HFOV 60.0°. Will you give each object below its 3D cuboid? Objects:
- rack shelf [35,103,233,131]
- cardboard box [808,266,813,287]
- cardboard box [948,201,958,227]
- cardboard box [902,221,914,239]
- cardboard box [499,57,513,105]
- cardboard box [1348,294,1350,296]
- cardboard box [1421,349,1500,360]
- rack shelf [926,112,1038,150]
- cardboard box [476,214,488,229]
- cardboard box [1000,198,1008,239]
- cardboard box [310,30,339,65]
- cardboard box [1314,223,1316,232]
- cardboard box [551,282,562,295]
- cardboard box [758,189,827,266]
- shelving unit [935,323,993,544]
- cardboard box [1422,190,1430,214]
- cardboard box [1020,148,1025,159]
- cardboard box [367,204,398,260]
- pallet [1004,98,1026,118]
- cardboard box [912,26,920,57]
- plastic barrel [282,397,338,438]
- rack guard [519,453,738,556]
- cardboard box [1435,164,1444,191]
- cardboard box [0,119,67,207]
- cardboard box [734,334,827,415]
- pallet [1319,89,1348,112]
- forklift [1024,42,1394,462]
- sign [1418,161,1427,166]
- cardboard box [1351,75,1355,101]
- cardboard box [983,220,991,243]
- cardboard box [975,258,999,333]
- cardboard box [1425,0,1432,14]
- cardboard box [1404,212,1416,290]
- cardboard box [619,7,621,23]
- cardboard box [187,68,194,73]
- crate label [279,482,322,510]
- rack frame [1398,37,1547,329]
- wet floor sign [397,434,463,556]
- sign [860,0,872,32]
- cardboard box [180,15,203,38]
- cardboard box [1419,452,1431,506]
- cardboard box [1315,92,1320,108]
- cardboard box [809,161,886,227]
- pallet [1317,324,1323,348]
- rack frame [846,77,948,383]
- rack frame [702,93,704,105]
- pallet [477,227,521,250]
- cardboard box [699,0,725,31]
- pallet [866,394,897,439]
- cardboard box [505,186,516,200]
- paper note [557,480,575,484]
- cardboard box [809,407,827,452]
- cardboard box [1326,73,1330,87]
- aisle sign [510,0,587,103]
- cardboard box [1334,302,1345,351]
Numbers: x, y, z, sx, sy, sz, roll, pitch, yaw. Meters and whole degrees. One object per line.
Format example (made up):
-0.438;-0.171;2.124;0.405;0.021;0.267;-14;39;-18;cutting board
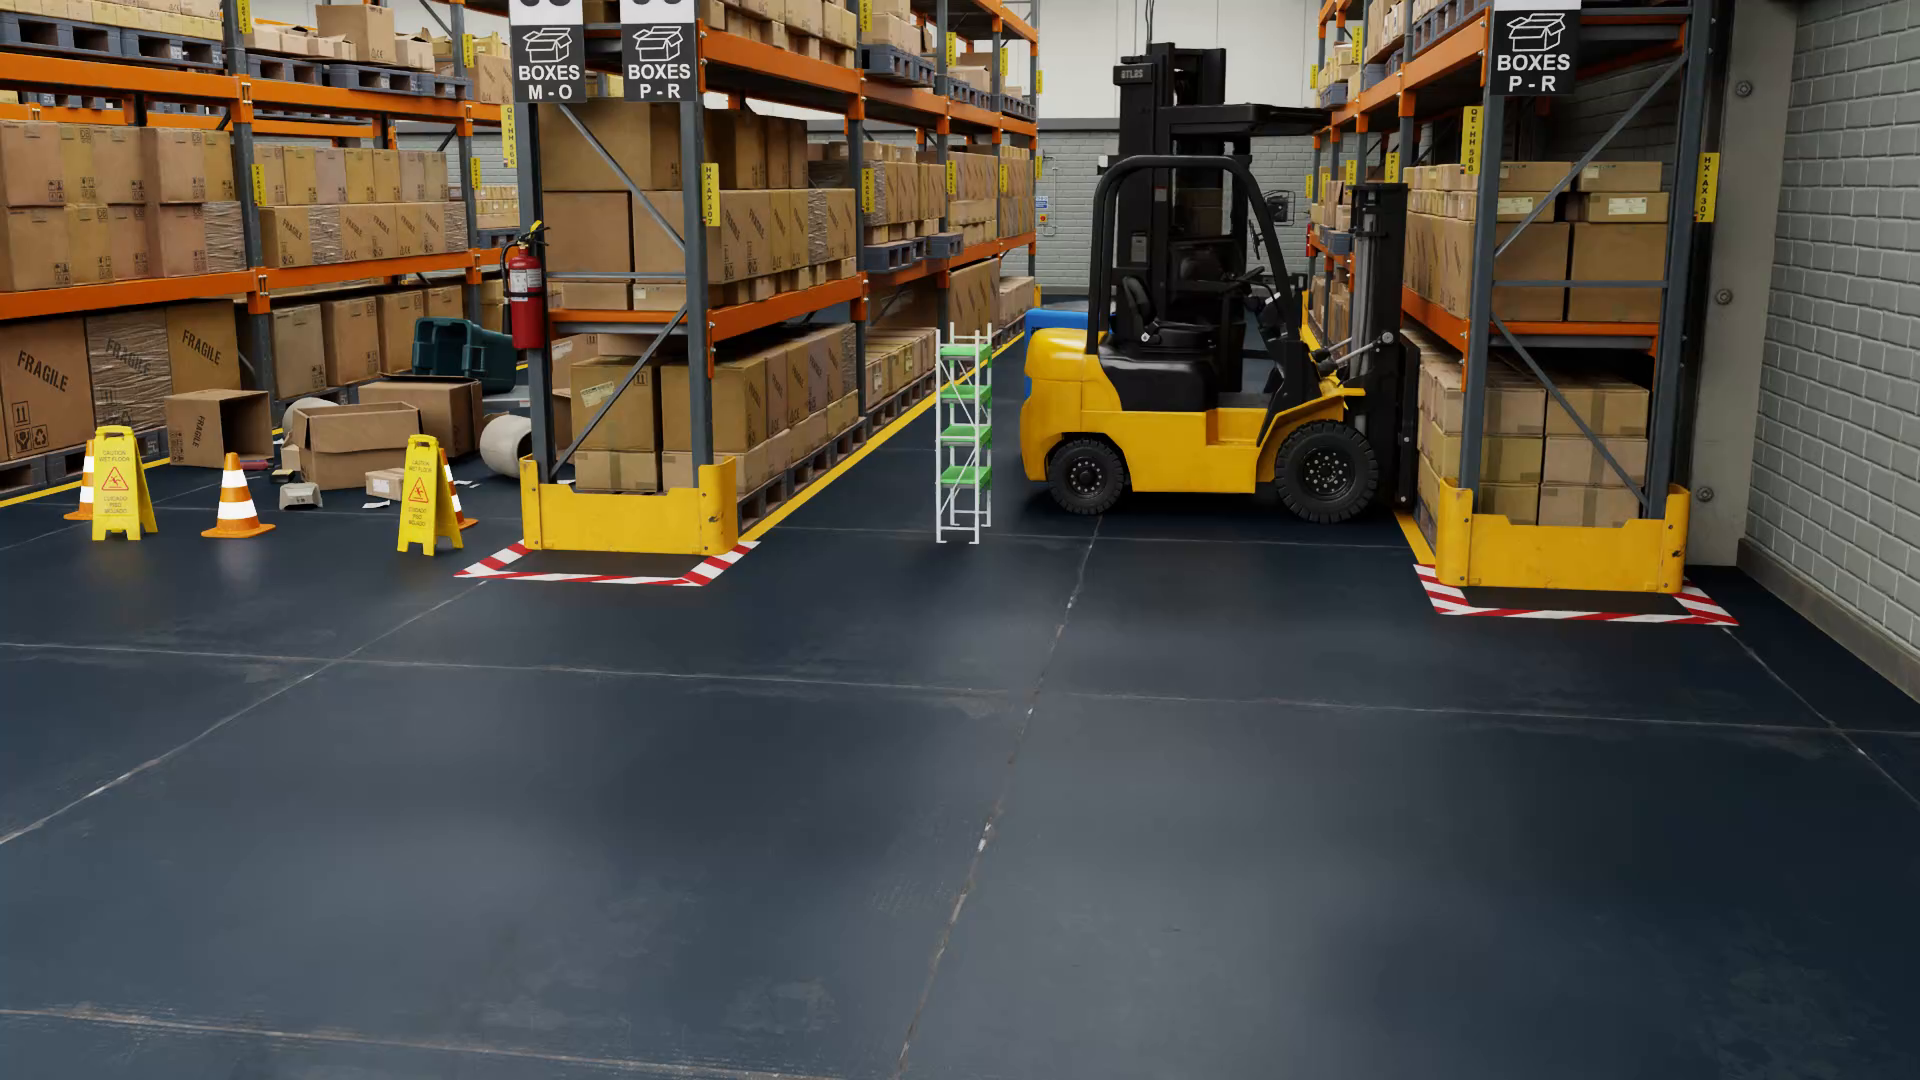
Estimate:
-10.111;-4.935;19.862;1.077;0.370;4.000;2;12;9;rack shelf
-1.212;-1.787;11.263;0.380;0.149;0.250;2;12;8;cardboard box
-0.304;-3.352;17.096;0.500;0.250;0.500;2;12;8;cardboard box
-0.616;-2.708;14.540;0.380;0.149;0.250;2;12;11;cardboard box
-5.112;-4.952;17.996;0.500;0.500;0.500;2;12;9;cardboard box
4.200;-2.446;17.120;0.380;0.149;0.250;1;12;7;cardboard box
3.037;-1.031;10.314;0.500;0.250;0.500;2;12;8;cardboard box
0.297;-5.447;22.236;1.077;0.370;4.000;2;12;9;rack shelf
-5.265;-3.392;17.711;0.380;0.149;0.250;2;12;8;cardboard box
0.320;-4.054;20.948;0.500;0.500;0.500;2;12;11;cardboard box
-6.018;-4.545;15.320;0.500;0.311;0.500;2;12;8;cardboard box
5.188;-4.406;23.416;0.380;0.149;0.250;2;12;8;cardboard box
-4.942;-3.025;19.566;0.500;0.250;0.500;1;12;6;cardboard box
-1.212;-2.129;11.308;0.500;0.500;0.500;2;12;10;cardboard box
0.025;-0.621;9.527;0.258;1.200;0.503;2;12;9;shelving unit
3.130;-2.133;10.495;0.380;0.149;0.250;1;12;7;cardboard box
0.696;-5.361;23.099;0.380;0.149;0.250;2;12;10;cardboard box
-5.567;-2.854;15.381;0.500;0.500;0.500;2;12;10;cardboard box
0.315;-5.762;22.201;1.003;0.211;1.213;2;12;9;pallet
-0.623;-4.169;13.956;0.500;0.250;0.500;2;12;8;cardboard box
-4.807;-0.845;12.409;0.421;0.421;0.512;-10;16;-40;plastic barrel
-1.845;-0.212;9.290;1.175;0.500;0.348;2;12;9;rack guard
2.993;-2.120;9.726;0.380;0.149;0.250;2;12;10;cardboard box
-6.454;-2.464;10.889;0.875;0.550;0.550;2;12;9;cardboard box
-1.221;-1.134;11.387;0.500;0.500;0.500;3;12;12;cardboard box
4.725;-4.997;18.886;1.213;0.211;1.003;2;12;9;pallet
1.922;-1.983;11.736;3.031;2.935;1.130;10;16;39;forklift
5.443;-4.305;19.600;0.100;0.325;0.005;2;12;9;sign
4.195;-4.536;16.656;0.500;0.250;0.500;2;12;9;cardboard box
0.090;-3.635;19.597;0.500;0.250;0.500;2;12;8;cardboard box
-0.027;-2.951;20.113;0.875;0.875;0.875;2;12;10;cardboard box
3.176;-3.445;10.600;0.380;0.149;0.250;2;12;10;cardboard box
3.274;-1.947;11.169;0.500;0.500;0.500;2;12;10;cardboard box
-2.072;-2.898;9.296;0.380;0.149;0.250;2;12;9;cardboard box
-9.882;-5.837;21.102;0.700;0.500;0.500;2;12;10;cardboard box
-4.155;-0.281;10.471;0.250;0.136;0.298;-5;13;-21;crate label
3.664;-2.091;12.074;1.000;3.000;0.127;2;12;9;rack frame
-2.943;-0.262;9.179;0.267;0.644;0.232;7;14;28;wet floor sign
-0.704;-3.954;12.372;0.100;0.325;0.005;2;12;9;sign
-5.927;-3.849;12.476;0.380;0.149;0.250;2;12;10;cardboard box
2.895;-0.330;9.436;0.500;0.250;0.500;2;12;9;cardboard box
5.171;-6.044;22.946;0.500;0.250;0.500;2;12;8;cardboard box
-0.886;-2.739;13.141;0.500;0.500;0.500;2;12;10;cardboard box
5.001;-2.536;20.759;1.003;0.211;1.213;2;12;9;pallet
-0.626;-3.083;16.681;1.000;3.000;0.127;2;12;9;rack frame
-4.303;-7.821;24.423;1.000;3.000;0.127;2;12;9;rack frame
-5.529;-3.281;18.052;1.213;0.211;1.003;2;12;9;pallet
-1.485;-2.820;8.935;0.380;0.149;0.250;2;12;9;cardboard box
-1.123;-1.050;13.863;1.003;0.211;1.213;2;12;9;pallet
-5.148;-3.848;18.416;0.380;0.149;0.250;1;12;6;cardboard box
-2.684;-0.401;11.282;0.142;0.019;0.148;-2;12;-11;paper note
-1.222;-0.763;11.445;0.500;0.250;0.500;2;12;10;cardboard box
4.381;-5.252;18.984;0.380;0.149;0.250;2;12;9;cardboard box
-2.153;-2.685;8.663;0.394;0.787;0.004;2;12;9;aisle sign
4.358;-2.323;18.090;0.500;0.500;0.500;1;12;7;cardboard box
